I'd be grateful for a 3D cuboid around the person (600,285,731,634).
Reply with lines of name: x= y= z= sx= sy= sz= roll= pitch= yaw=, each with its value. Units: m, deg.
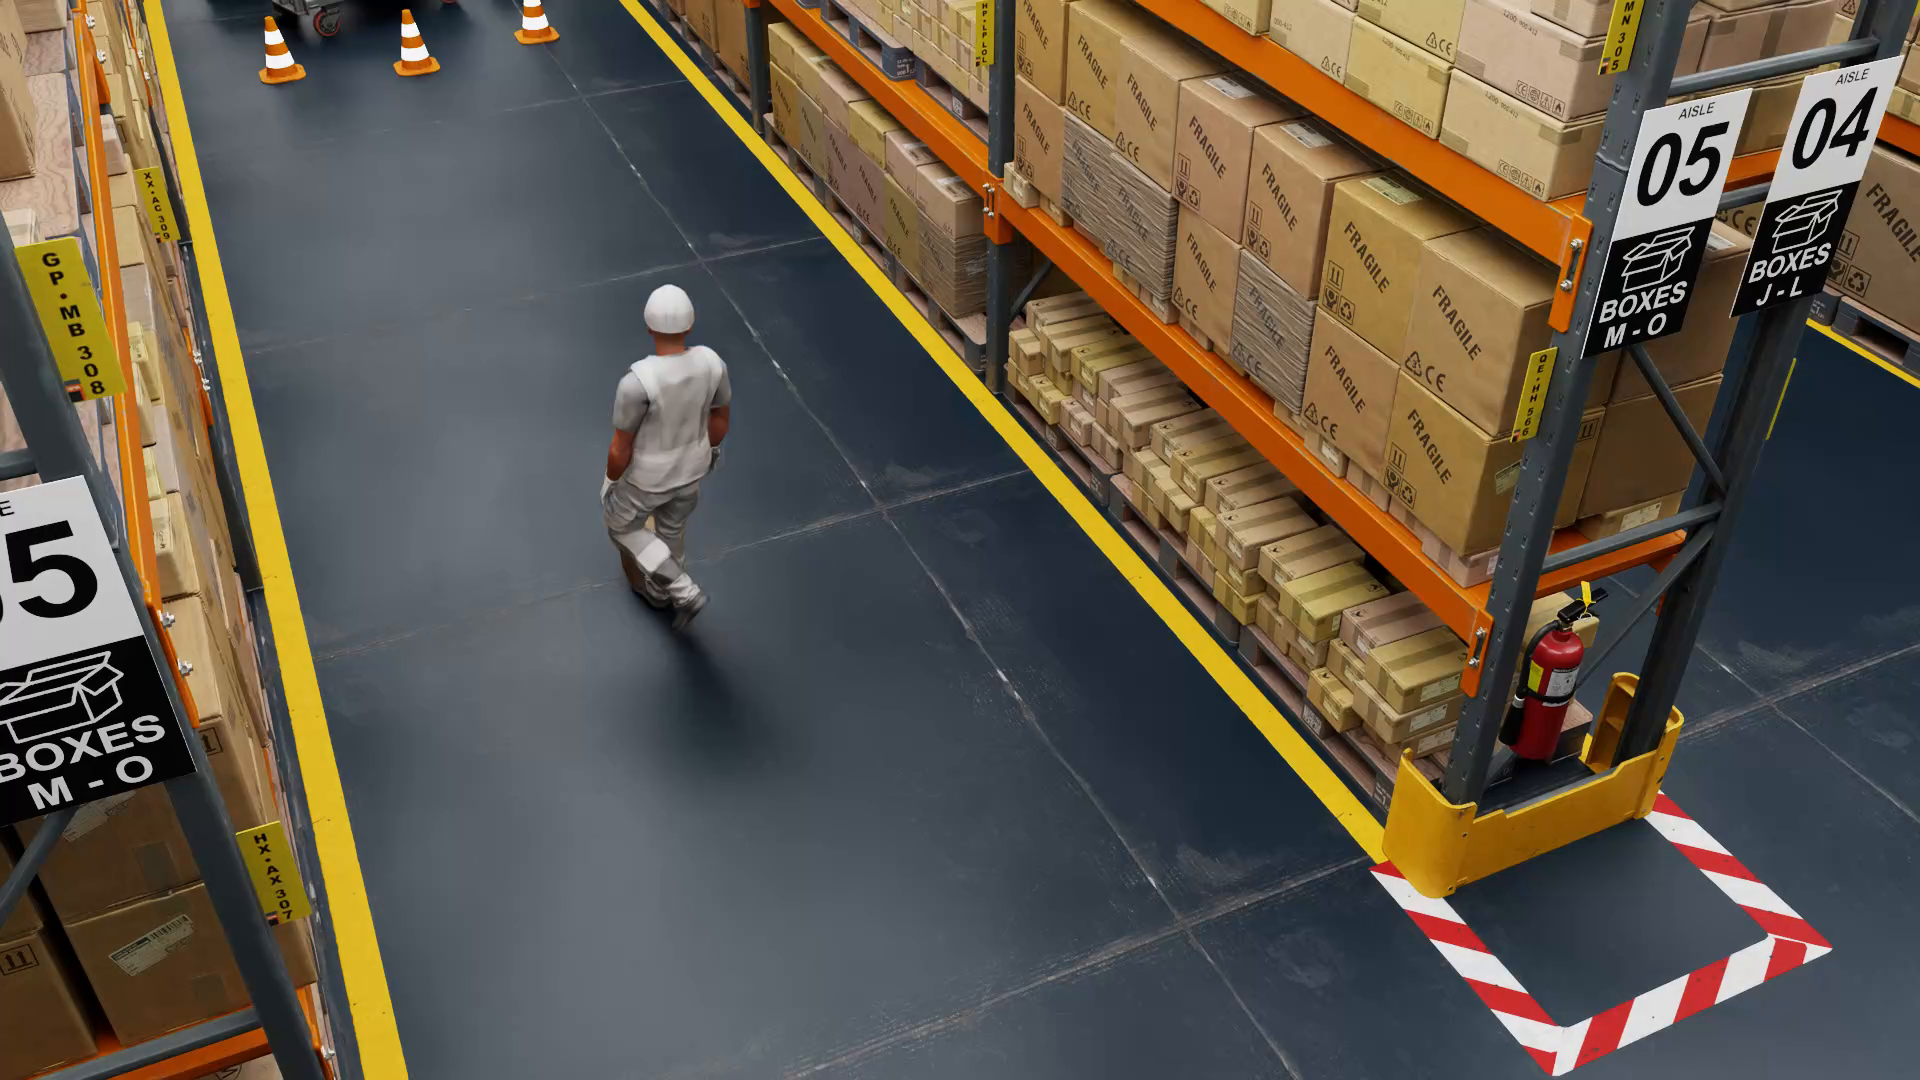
person: x=-1.343 y=-0.353 z=7.298 sx=0.621 sy=1.763 sz=0.734 roll=-26 pitch=44 yaw=-31
